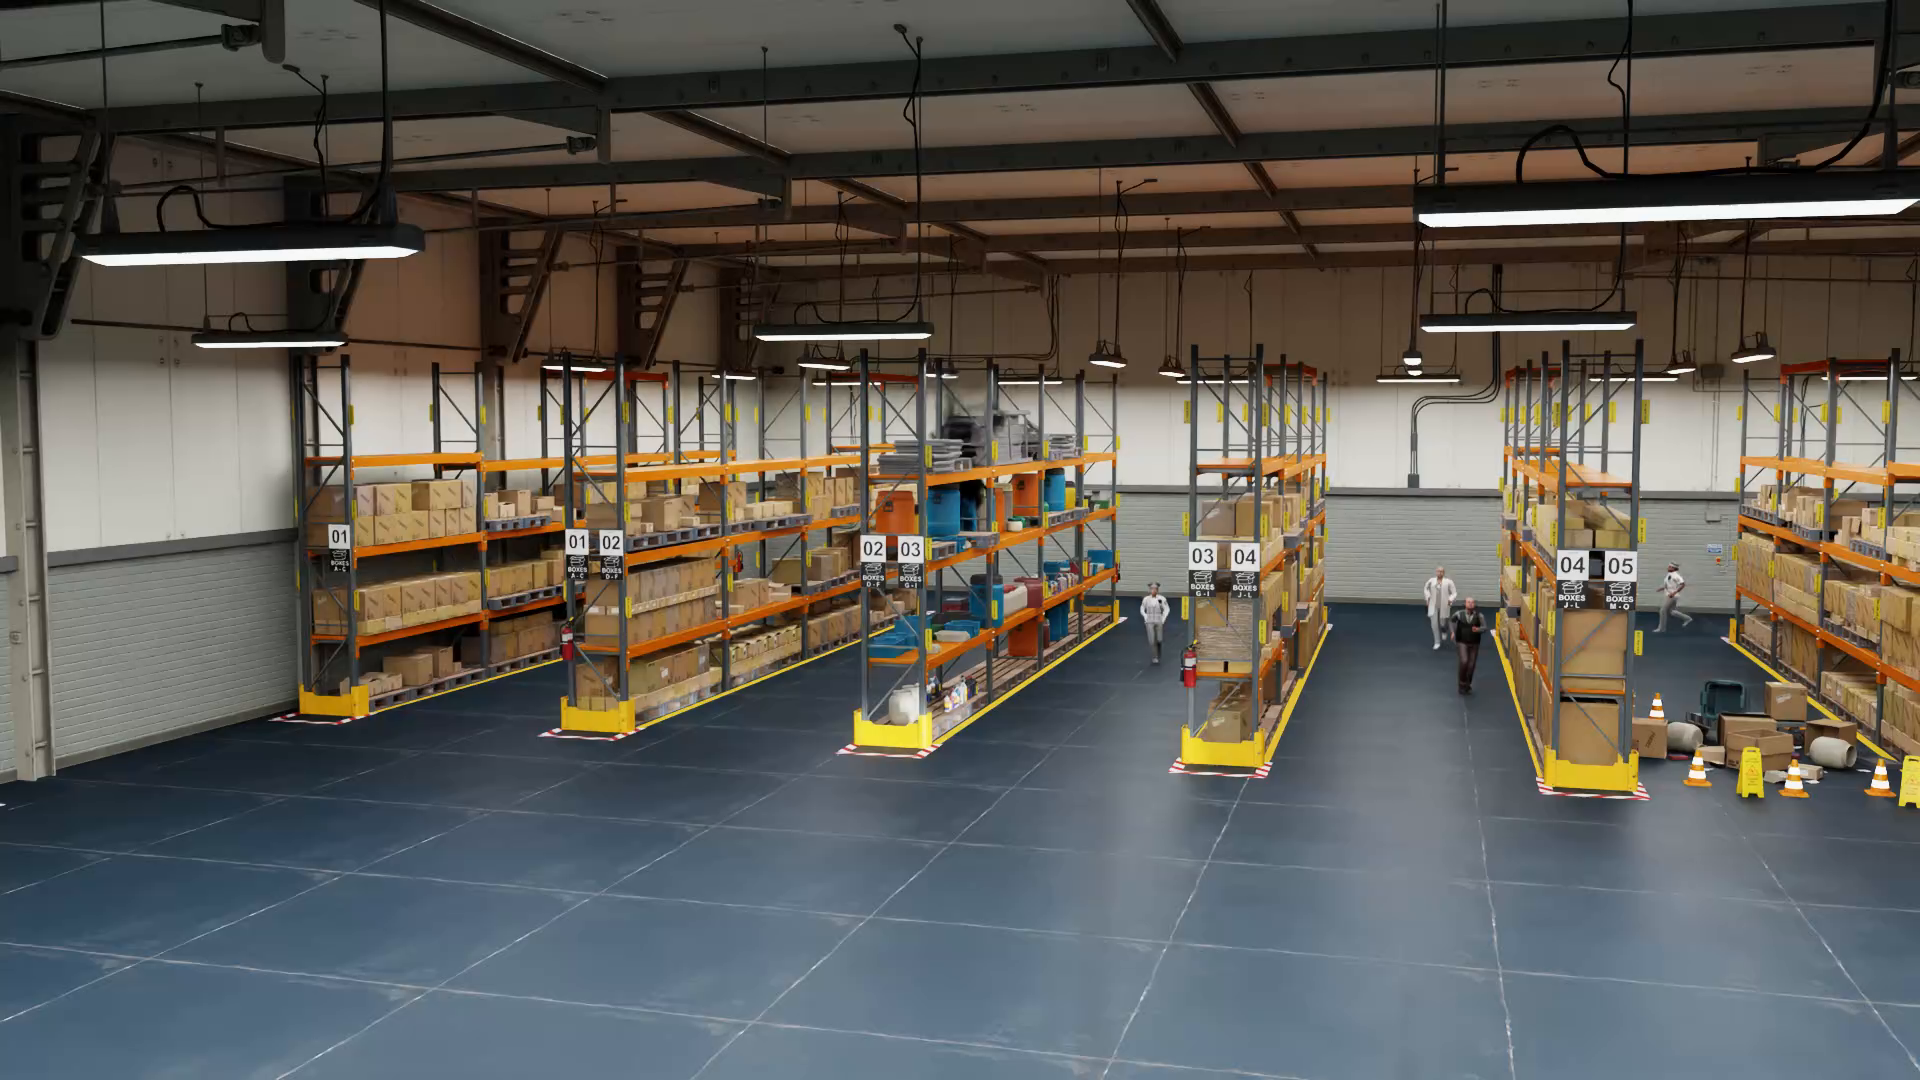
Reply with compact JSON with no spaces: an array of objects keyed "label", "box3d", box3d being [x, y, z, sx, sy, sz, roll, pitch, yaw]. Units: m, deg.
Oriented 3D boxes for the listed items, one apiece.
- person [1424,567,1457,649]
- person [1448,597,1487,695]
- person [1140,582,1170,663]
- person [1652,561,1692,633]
[{"label":"person","box3d":[10.349,1.451,35.904,0.712,1.758,0.826,2,5,25]},{"label":"person","box3d":[9.138,1.906,29.898,0.637,1.761,0.699,0,4,7]},{"label":"person","box3d":[3.896,1.660,33.541,0.532,1.651,0.539,1,4,9]},{"label":"person","box3d":[16.413,1.320,38.220,0.863,1.701,0.611,1,4,13]}]
